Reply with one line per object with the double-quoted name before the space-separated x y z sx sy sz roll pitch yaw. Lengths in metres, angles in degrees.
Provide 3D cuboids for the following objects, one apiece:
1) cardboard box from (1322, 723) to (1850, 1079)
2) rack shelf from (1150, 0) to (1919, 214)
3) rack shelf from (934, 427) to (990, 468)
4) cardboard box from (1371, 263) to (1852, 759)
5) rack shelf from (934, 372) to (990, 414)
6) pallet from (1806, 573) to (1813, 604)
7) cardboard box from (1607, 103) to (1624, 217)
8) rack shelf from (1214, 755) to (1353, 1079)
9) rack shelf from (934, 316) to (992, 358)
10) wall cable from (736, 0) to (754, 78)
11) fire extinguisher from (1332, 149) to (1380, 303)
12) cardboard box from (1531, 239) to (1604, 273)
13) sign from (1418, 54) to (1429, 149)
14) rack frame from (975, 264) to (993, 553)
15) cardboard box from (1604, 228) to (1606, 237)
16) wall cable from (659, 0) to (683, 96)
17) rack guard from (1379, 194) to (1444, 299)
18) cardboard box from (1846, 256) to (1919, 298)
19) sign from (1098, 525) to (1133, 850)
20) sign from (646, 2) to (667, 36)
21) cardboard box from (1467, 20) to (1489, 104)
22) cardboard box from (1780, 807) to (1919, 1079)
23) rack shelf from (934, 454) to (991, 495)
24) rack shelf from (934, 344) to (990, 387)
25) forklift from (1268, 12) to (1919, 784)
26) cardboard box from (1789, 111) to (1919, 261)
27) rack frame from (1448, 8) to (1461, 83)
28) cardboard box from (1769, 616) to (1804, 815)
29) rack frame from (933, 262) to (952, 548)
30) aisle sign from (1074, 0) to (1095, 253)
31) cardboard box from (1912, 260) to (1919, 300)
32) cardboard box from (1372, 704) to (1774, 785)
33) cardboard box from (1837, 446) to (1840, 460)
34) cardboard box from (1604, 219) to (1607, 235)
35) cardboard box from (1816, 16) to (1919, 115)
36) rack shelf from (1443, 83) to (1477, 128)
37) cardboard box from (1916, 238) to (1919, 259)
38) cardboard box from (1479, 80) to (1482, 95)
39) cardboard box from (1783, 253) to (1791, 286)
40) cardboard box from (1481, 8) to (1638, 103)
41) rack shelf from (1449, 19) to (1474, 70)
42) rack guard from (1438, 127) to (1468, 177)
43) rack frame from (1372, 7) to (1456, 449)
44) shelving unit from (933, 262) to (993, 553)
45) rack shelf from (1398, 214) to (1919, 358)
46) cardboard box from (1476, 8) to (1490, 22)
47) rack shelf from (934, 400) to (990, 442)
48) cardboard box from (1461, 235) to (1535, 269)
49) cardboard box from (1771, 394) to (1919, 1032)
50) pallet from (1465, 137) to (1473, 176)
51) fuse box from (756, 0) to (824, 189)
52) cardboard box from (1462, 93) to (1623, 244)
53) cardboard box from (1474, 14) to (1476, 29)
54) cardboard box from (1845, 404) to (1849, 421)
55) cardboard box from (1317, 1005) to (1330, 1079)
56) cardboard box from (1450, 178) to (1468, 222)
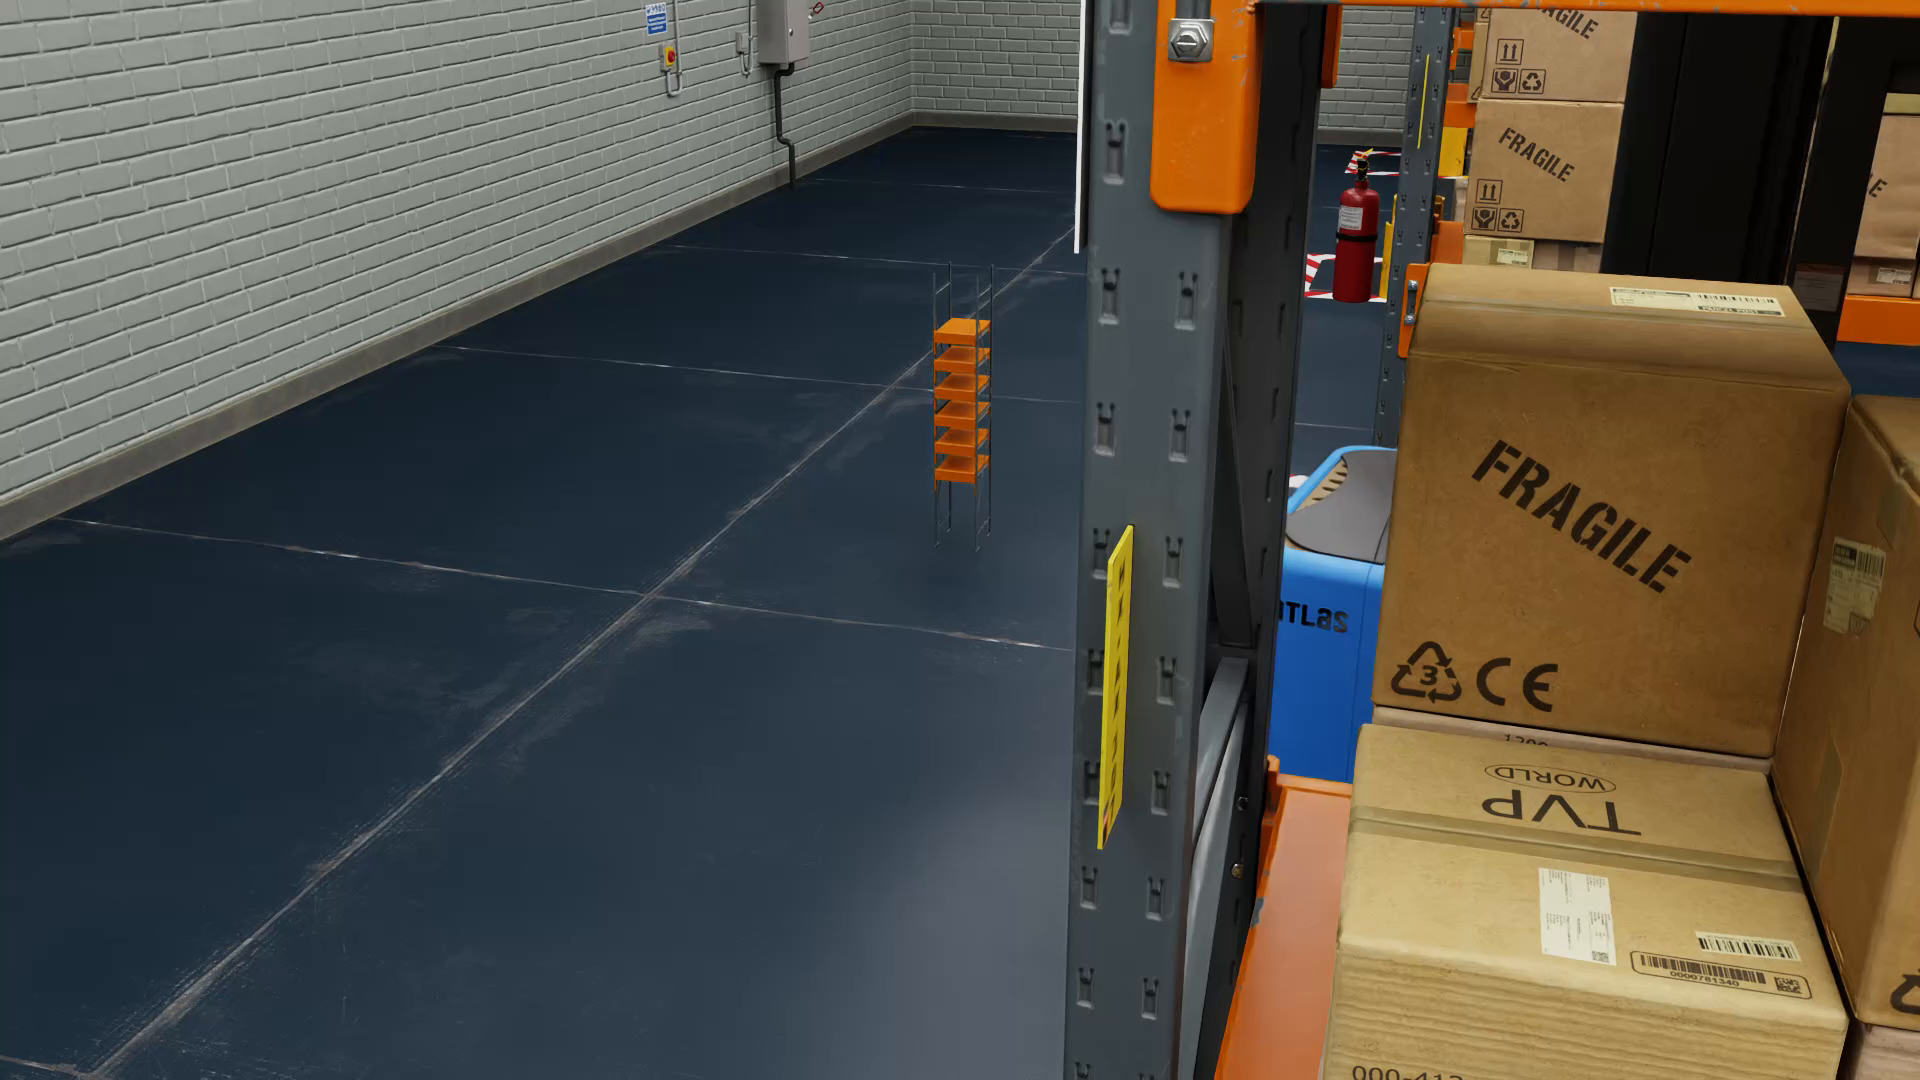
"cardboard box" 0.706 0.472 1.973 0.500 0.250 0.500 6 23 14
"rack shelf" 2.240 -0.447 1.402 4.000 0.370 1.077 7 23 16
"rack shelf" 0.014 -0.401 7.101 0.180 0.103 0.258 7 23 16
"cardboard box" 0.867 -0.068 2.301 0.500 0.500 0.500 7 23 16
"rack shelf" 0.014 -0.623 7.010 0.180 0.103 0.258 7 23 16
"pallet" 3.859 0.133 6.668 1.213 0.211 1.003 7 23 16
"cardboard box" 2.850 -1.572 6.625 0.500 0.500 0.500 6 23 15
"rack shelf" 2.240 0.941 1.971 4.000 0.370 1.077 7 23 16
"rack shelf" 0.014 -0.845 6.919 0.180 0.103 0.258 7 23 16
"wall cable" -1.819 -4.808 13.699 0.122 1.984 0.588 7 23 16
"fire extinguisher" 1.746 -1.389 7.297 0.183 0.674 0.296 7 23 16
"cardboard box" 2.325 -1.118 6.374 0.250 0.149 0.380 7 23 17
"sign" 1.698 -1.605 6.090 0.005 0.325 0.100 7 23 16
"rack frame" 0.101 -0.543 7.014 0.006 1.200 0.240 7 23 16
"cardboard box" 2.567 -1.069 6.255 0.250 0.149 0.380 6 23 14
"wall cable" -2.218 -4.306 12.434 0.123 1.953 0.585 7 23 16
"rack guard" 3.164 -2.058 11.627 0.348 0.500 1.175 7 23 16
"cardboard box" 3.336 -1.015 6.122 0.250 0.149 0.380 6 23 14
"sign" 0.159 0.153 1.699 0.005 0.325 0.100 7 23 16
"sign" -2.290 -3.935 12.555 0.001 0.218 0.327 7 23 16
"cardboard box" 3.564 -3.101 10.745 0.500 0.500 0.500 6 23 15
"cardboard box" 1.206 0.526 1.840 0.500 0.250 0.500 6 23 15
"rack shelf" 0.014 -0.290 7.146 0.180 0.103 0.258 7 23 16
"rack shelf" 0.014 -0.734 6.964 0.180 0.103 0.258 7 23 16
"forklift" 2.291 -0.255 4.031 3.031 2.935 1.130 11 25 25
"cardboard box" 3.189 -1.328 6.032 0.500 0.500 0.500 7 23 16
"rack frame" 4.618 -5.015 15.544 0.127 3.000 1.000 7 23 16
"cardboard box" 1.351 0.333 2.310 0.500 0.250 0.500 6 23 15
"rack frame" -0.074 -0.564 7.063 0.006 1.200 0.240 7 23 16
"aisle sign" 0.169 -0.712 1.629 0.004 0.787 0.394 7 23 16
"cardboard box" 3.578 -0.979 6.034 0.250 0.149 0.380 7 23 17
"cardboard box" 0.865 0.278 2.446 0.500 0.250 0.500 6 23 15
"cardboard box" 3.285 -0.280 6.419 0.250 0.149 0.380 7 23 18
"cardboard box" 2.720 -1.290 6.793 0.250 0.149 0.380 6 23 15
"cardboard box" 3.184 -1.785 5.827 0.500 0.500 0.500 6 23 14
"rack shelf" 5.102 -2.659 10.749 4.000 0.370 1.077 7 23 16
"cardboard box" 3.679 -1.275 5.902 0.500 0.500 0.500 6 23 14
"cardboard box" 2.359 -1.630 6.767 0.500 0.500 0.500 7 23 17
"cardboard box" 3.108 -1.052 6.213 0.250 0.149 0.380 6 23 15
"cardboard box" 2.207 -1.903 6.115 0.500 0.500 0.500 6 23 15
"rack shelf" 6.532 -4.463 15.146 4.000 0.370 1.077 7 23 16
"rack guard" 4.690 -3.850 15.998 0.348 0.500 1.175 7 23 16
"rack frame" 1.854 -1.402 6.735 0.127 3.000 1.000 7 23 16
"shelving unit" 0.014 -0.554 7.038 0.189 1.200 0.258 7 23 16
"rack shelf" 3.769 -0.850 6.337 4.000 0.370 1.077 7 23 16
"cardboard box" 3.565 -3.564 10.557 0.500 0.500 0.500 6 23 14
"rack shelf" 0.014 -0.512 7.055 0.180 0.103 0.258 7 23 16
"cardboard box" 2.070 -1.131 6.406 0.250 0.149 0.380 6 23 15
"cardboard box" 1.185 0.180 1.697 0.500 0.500 0.500 6 23 14
"pallet" 5.454 -3.630 15.841 1.213 0.211 1.003 7 23 16
"fuse box" -1.471 -3.972 14.699 0.414 1.711 0.539 7 23 16
"cardboard box" 2.204 -1.436 6.295 0.500 0.500 0.500 8 24 18
"cardboard box" 4.853 -4.763 15.261 0.250 0.149 0.380 6 23 15
"cardboard box" 3.666 -0.426 6.775 0.250 0.149 0.380 6 23 14
"cardboard box" 0.569 0.664 2.029 0.250 0.149 0.380 7 23 16
"cardboard box" 3.848 -2.184 11.465 0.875 0.438 0.875 6 23 14
